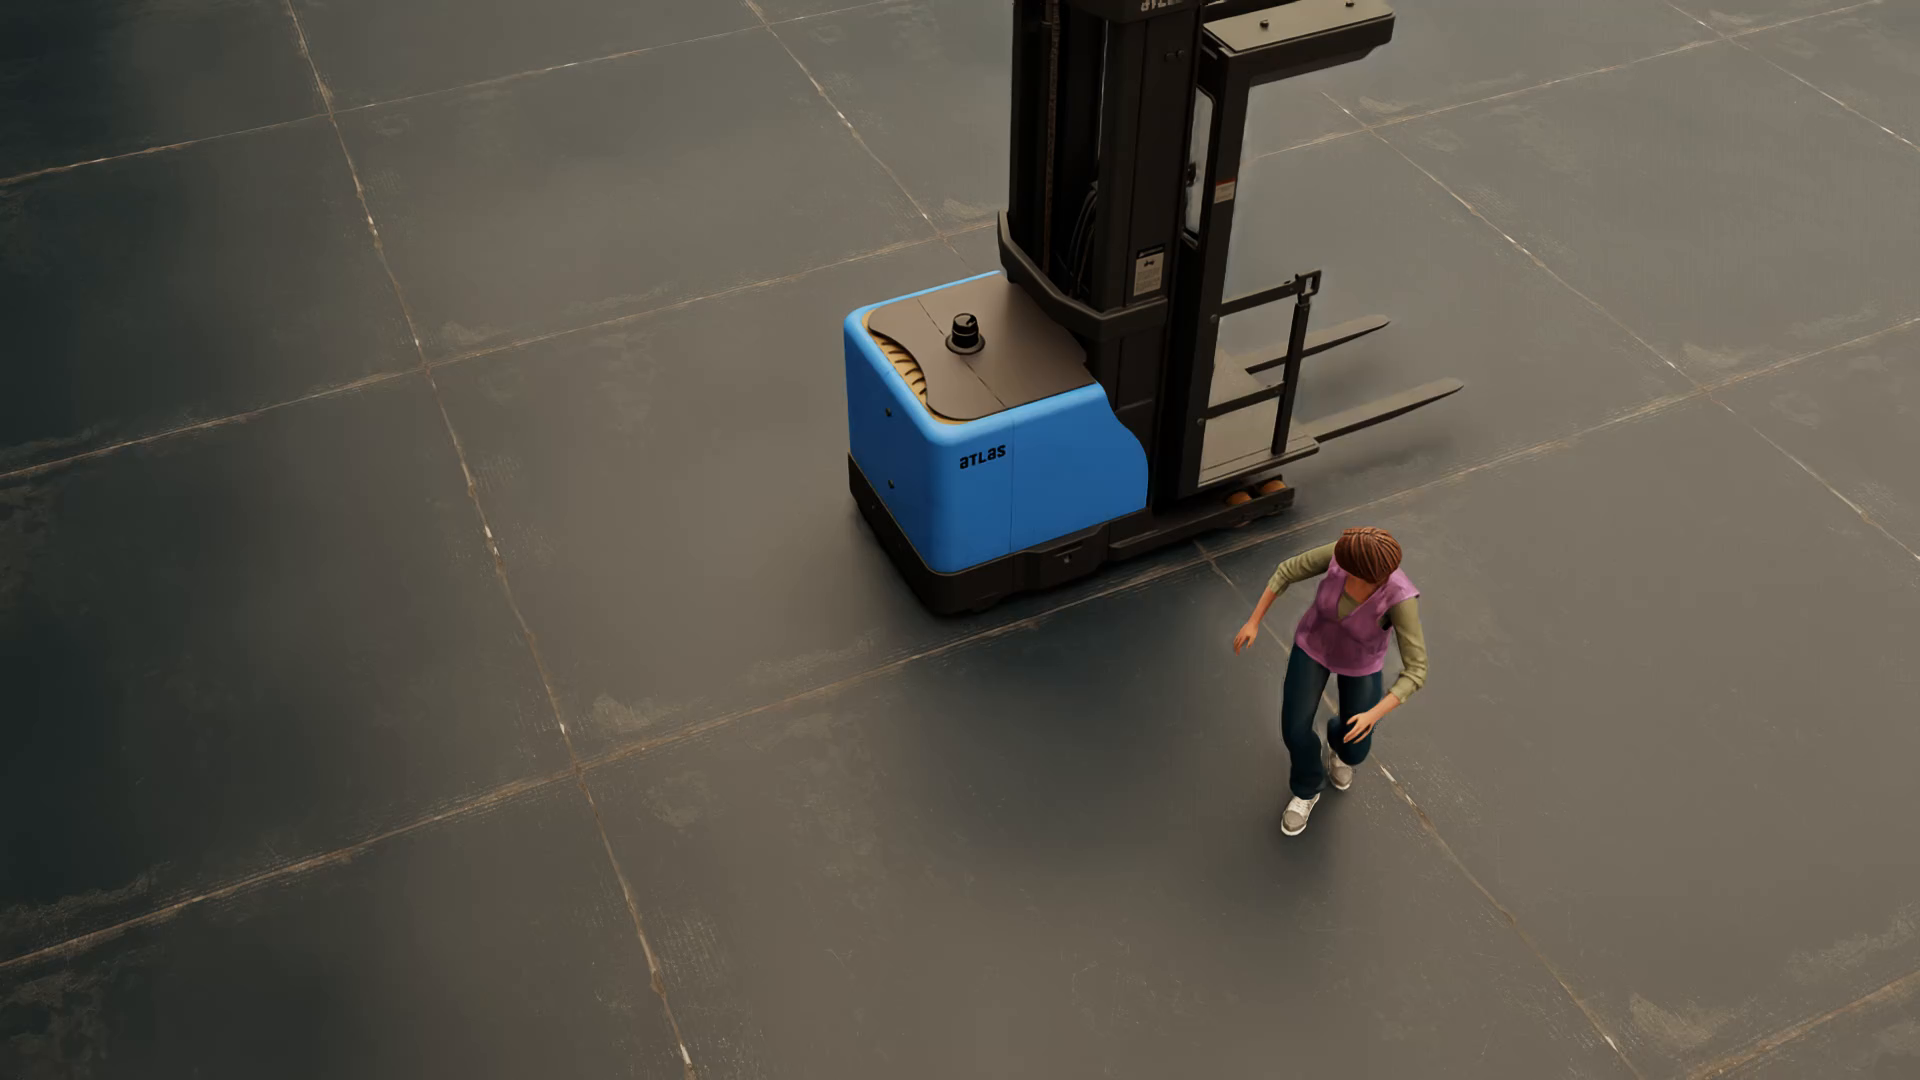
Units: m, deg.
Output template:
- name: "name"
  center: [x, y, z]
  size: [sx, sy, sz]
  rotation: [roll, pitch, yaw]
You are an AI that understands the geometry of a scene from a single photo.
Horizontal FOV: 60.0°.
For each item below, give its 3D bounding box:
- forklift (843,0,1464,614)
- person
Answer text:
- name: "forklift"
  center: [1.025, -1.440, 7.223]
  size: [3.031, 2.935, 1.130]
  rotation: [-18, 46, -19]
- name: "person"
  center: [1.357, 0.517, 6.185]
  size: [0.711, 1.496, 0.706]
  rotation: [20, 47, 20]
